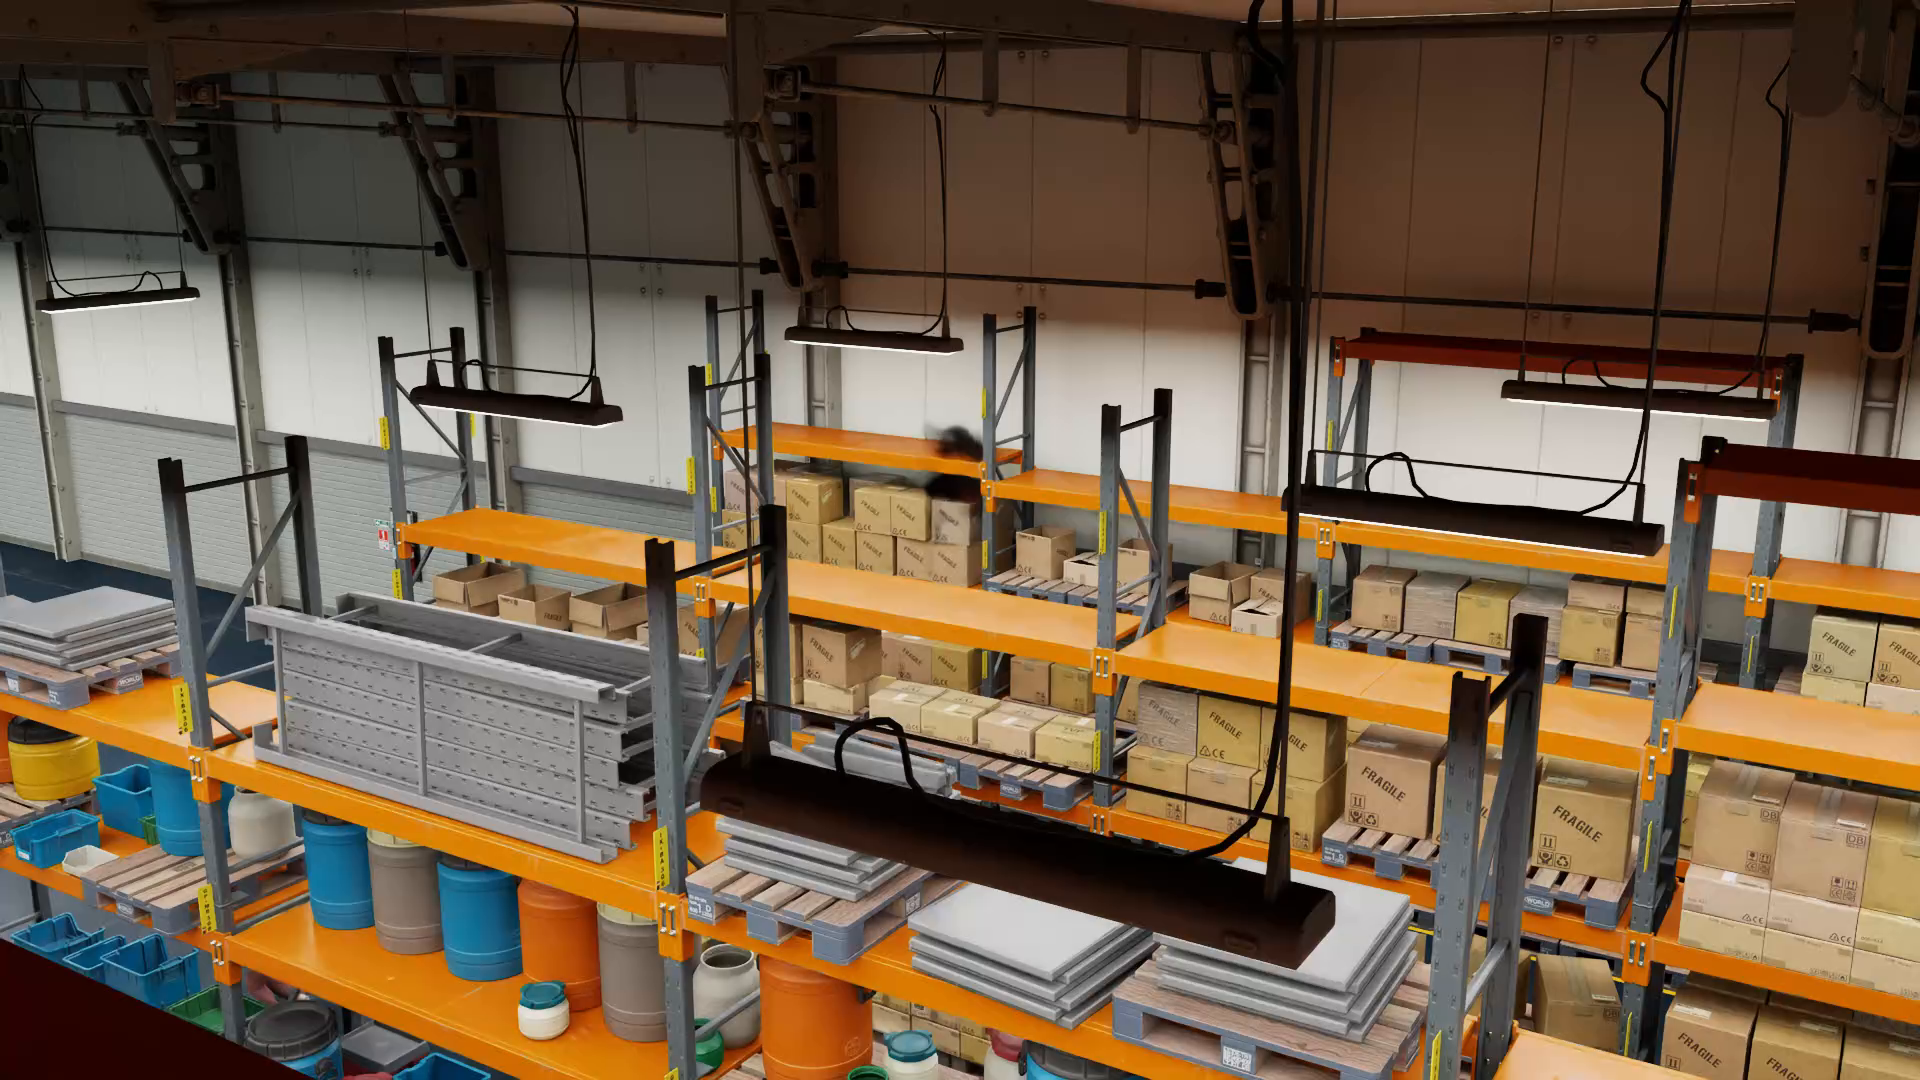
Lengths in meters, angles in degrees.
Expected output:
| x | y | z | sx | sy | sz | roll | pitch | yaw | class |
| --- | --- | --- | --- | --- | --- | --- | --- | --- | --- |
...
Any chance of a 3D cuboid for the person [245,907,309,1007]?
| x | y | z | sx | sy | sz | roll | pitch | yaw | class |
| --- | --- | --- | --- | --- | --- | --- | --- | --- | --- |
| -6.206 | 3.690 | 14.936 | 0.542 | 1.623 | 0.566 | 3 | 14 | 14 | person |
